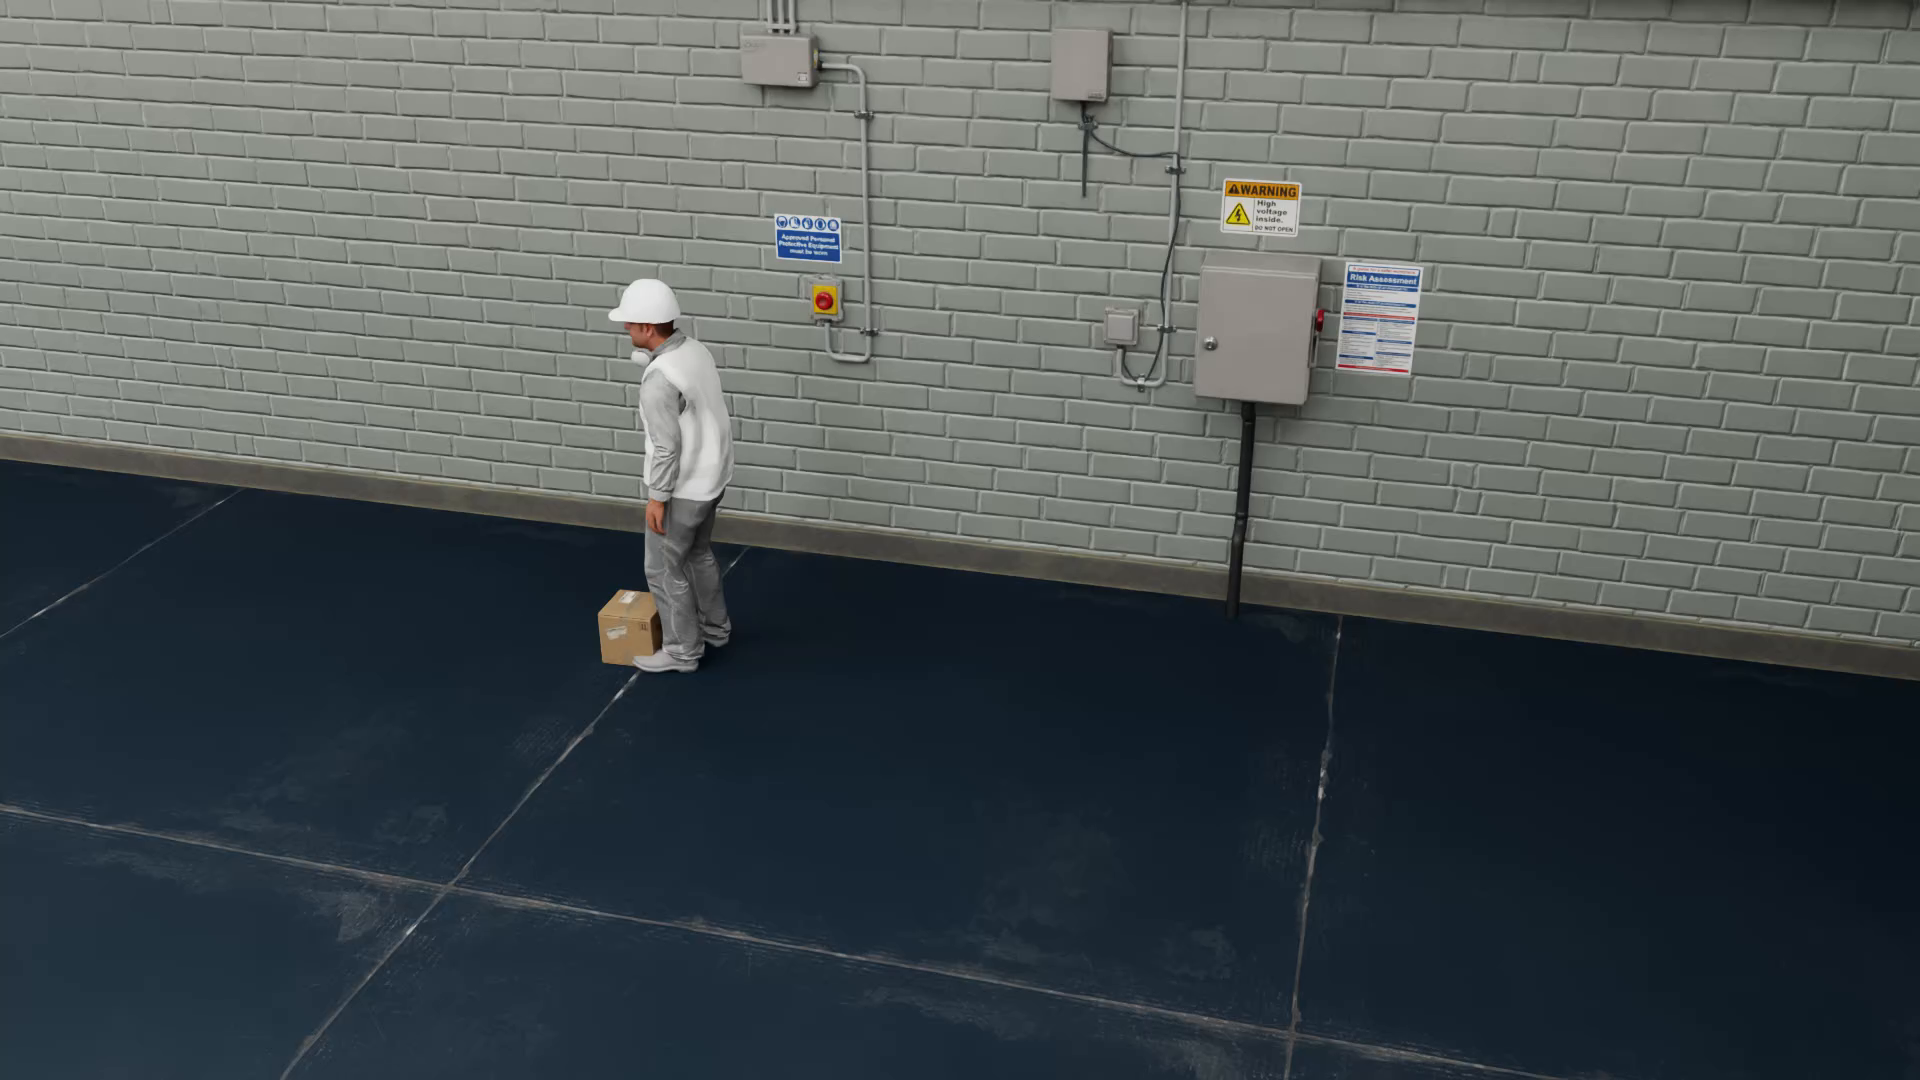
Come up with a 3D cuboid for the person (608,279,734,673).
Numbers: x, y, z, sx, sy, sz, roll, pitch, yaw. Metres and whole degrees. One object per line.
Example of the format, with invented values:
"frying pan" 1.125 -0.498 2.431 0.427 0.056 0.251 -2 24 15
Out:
"person" -1.210 -0.262 7.137 0.475 1.770 0.583 5 26 10
